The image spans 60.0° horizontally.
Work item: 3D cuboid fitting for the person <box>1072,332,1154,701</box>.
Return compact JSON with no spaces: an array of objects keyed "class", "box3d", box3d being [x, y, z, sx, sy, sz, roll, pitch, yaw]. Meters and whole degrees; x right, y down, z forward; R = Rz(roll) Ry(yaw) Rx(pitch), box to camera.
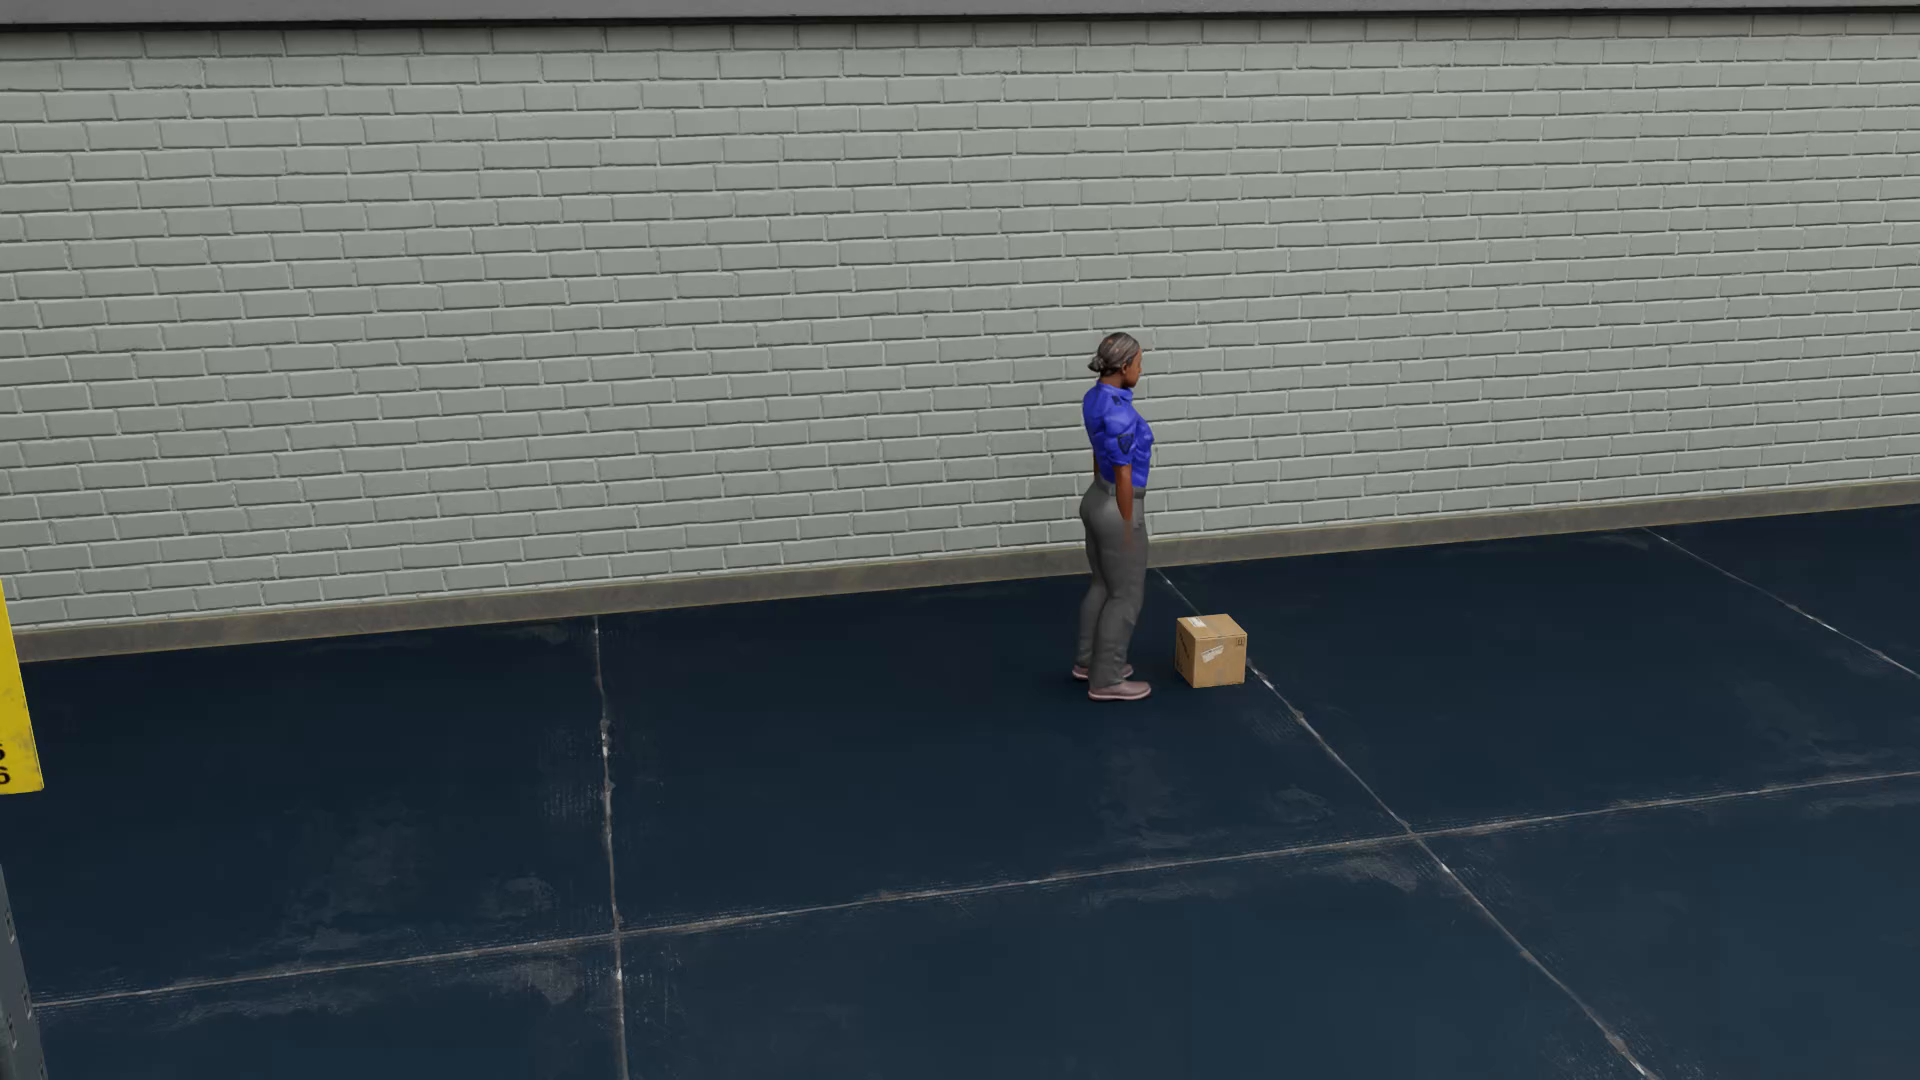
[{"class":"person","box3d":[0.690,-0.109,7.395,0.305,1.658,0.438,-4,20,-11]}]
